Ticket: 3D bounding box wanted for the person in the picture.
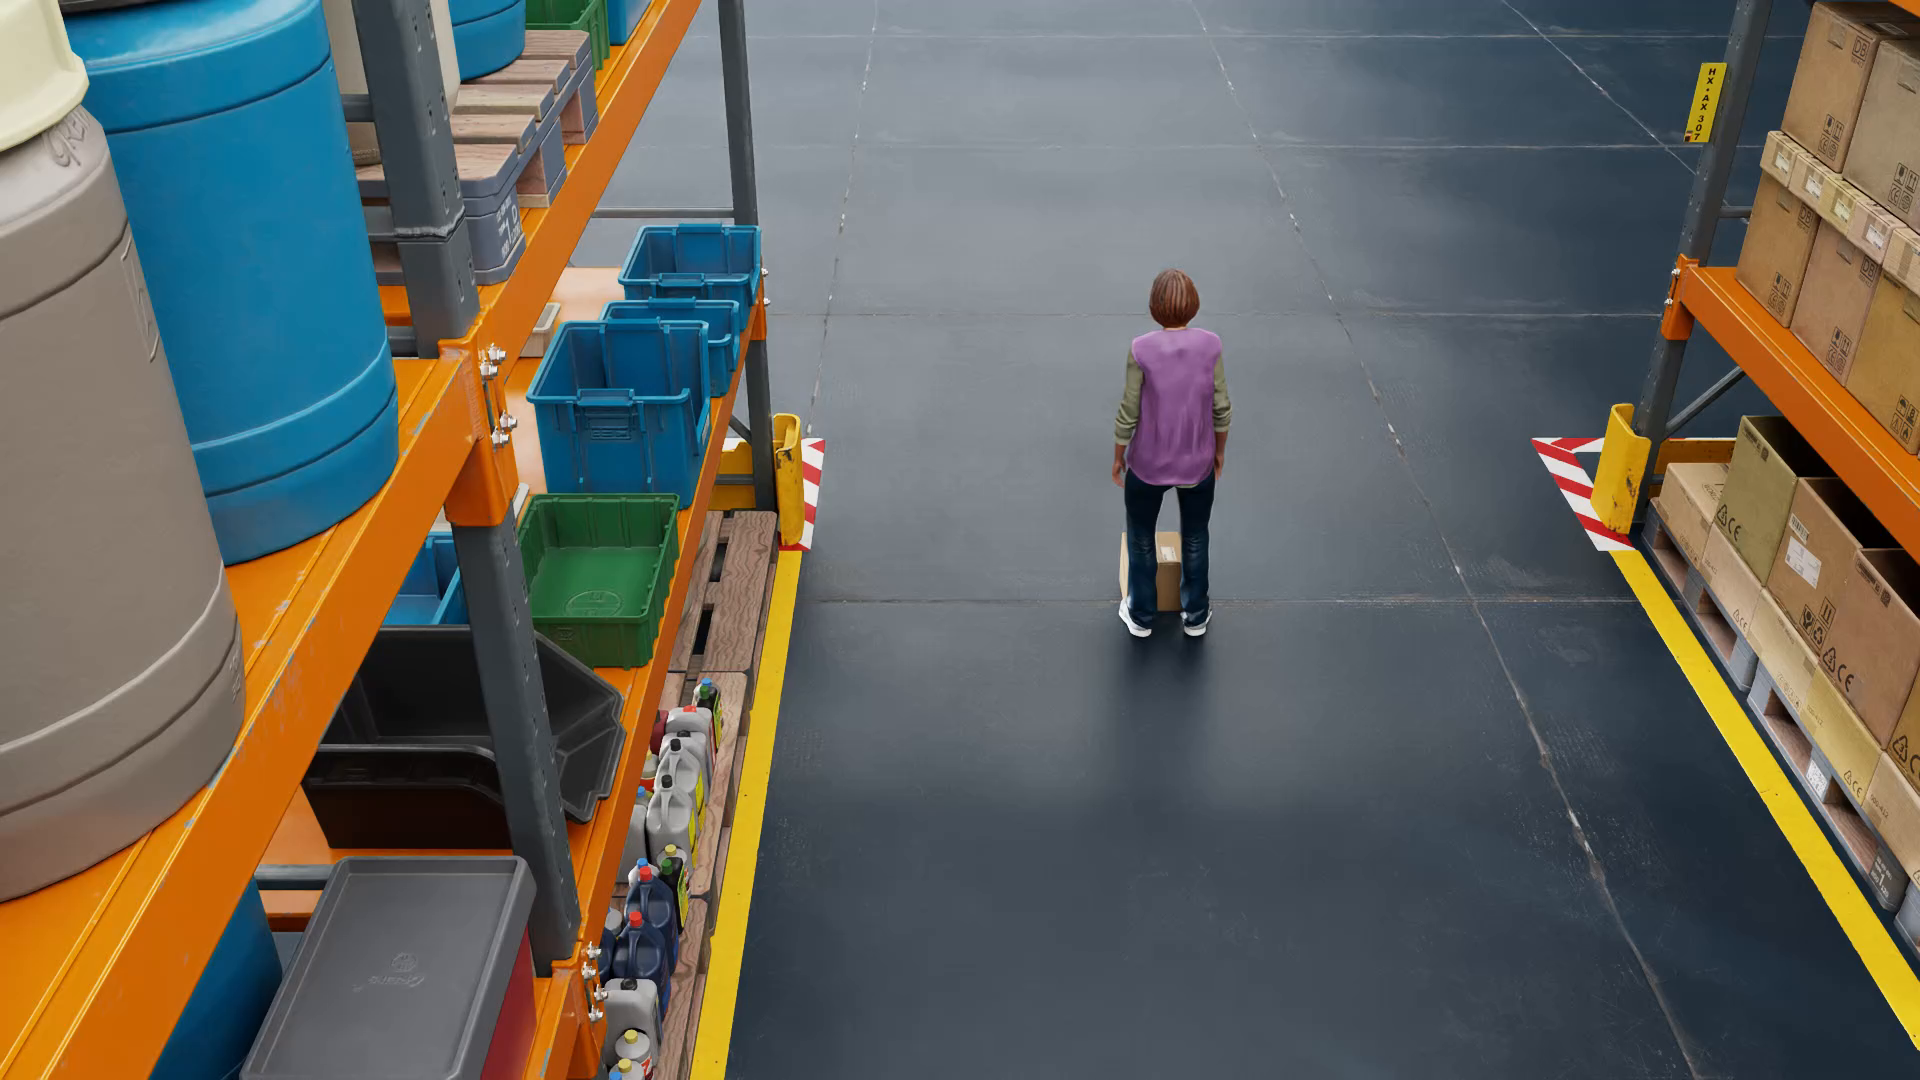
[{"bbox_3d":[0.841,-0.308,6.640,0.483,1.592,0.348,-2,32,-3],"label":"person"}]
